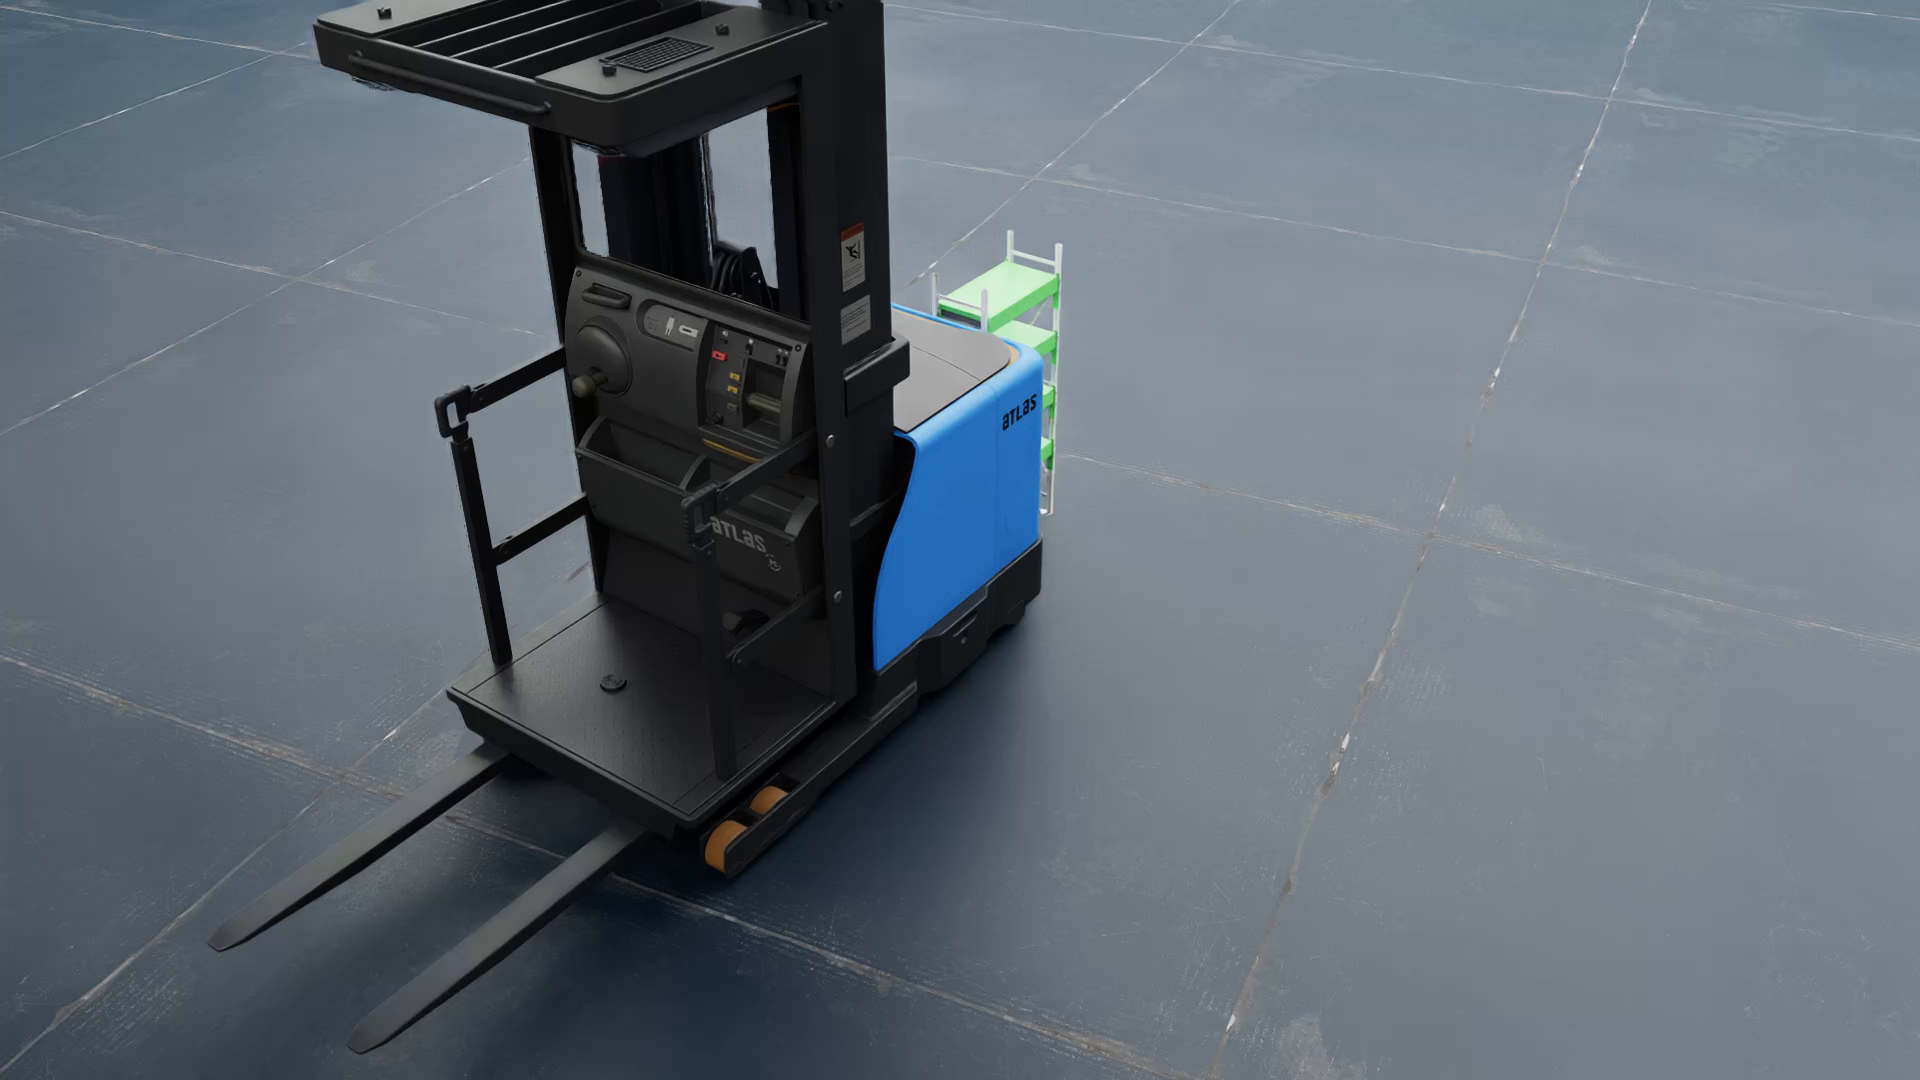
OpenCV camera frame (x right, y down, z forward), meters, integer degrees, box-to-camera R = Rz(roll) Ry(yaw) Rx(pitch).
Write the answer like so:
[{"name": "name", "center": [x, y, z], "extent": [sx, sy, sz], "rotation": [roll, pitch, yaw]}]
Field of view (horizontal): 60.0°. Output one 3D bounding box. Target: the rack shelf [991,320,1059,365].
[{"name": "rack shelf", "center": [0.141, -0.684, 6.377], "extent": [0.258, 0.148, 0.480], "rotation": [21, 39, 29]}]

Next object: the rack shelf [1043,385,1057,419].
[{"name": "rack shelf", "center": [0.141, -0.483, 6.509], "extent": [0.258, 0.148, 0.480], "rotation": [21, 39, 29]}]

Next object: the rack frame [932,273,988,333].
[{"name": "rack frame", "center": [-0.001, -0.427, 6.308], "extent": [0.240, 1.200, 0.015], "rotation": [21, 39, 29]}]

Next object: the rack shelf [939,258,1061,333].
[{"name": "rack shelf", "center": [0.141, -0.884, 6.246], "extent": [0.258, 0.148, 0.480], "rotation": [21, 39, 29]}]

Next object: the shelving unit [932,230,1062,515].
[{"name": "shelving unit", "center": [0.141, -0.536, 6.474], "extent": [0.258, 1.200, 0.503], "rotation": [21, 39, 29]}]

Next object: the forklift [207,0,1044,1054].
[{"name": "forklift", "center": [-0.953, -0.489, 4.823], "extent": [1.130, 2.935, 3.031], "rotation": [21, 39, 29]}]

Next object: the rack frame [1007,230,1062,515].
[{"name": "rack frame", "center": [0.283, -0.645, 6.640], "extent": [0.240, 1.200, 0.015], "rotation": [21, 39, 29]}]

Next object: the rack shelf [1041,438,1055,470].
[{"name": "rack shelf", "center": [0.141, -0.282, 6.640], "extent": [0.258, 0.148, 0.480], "rotation": [21, 39, 29]}]
